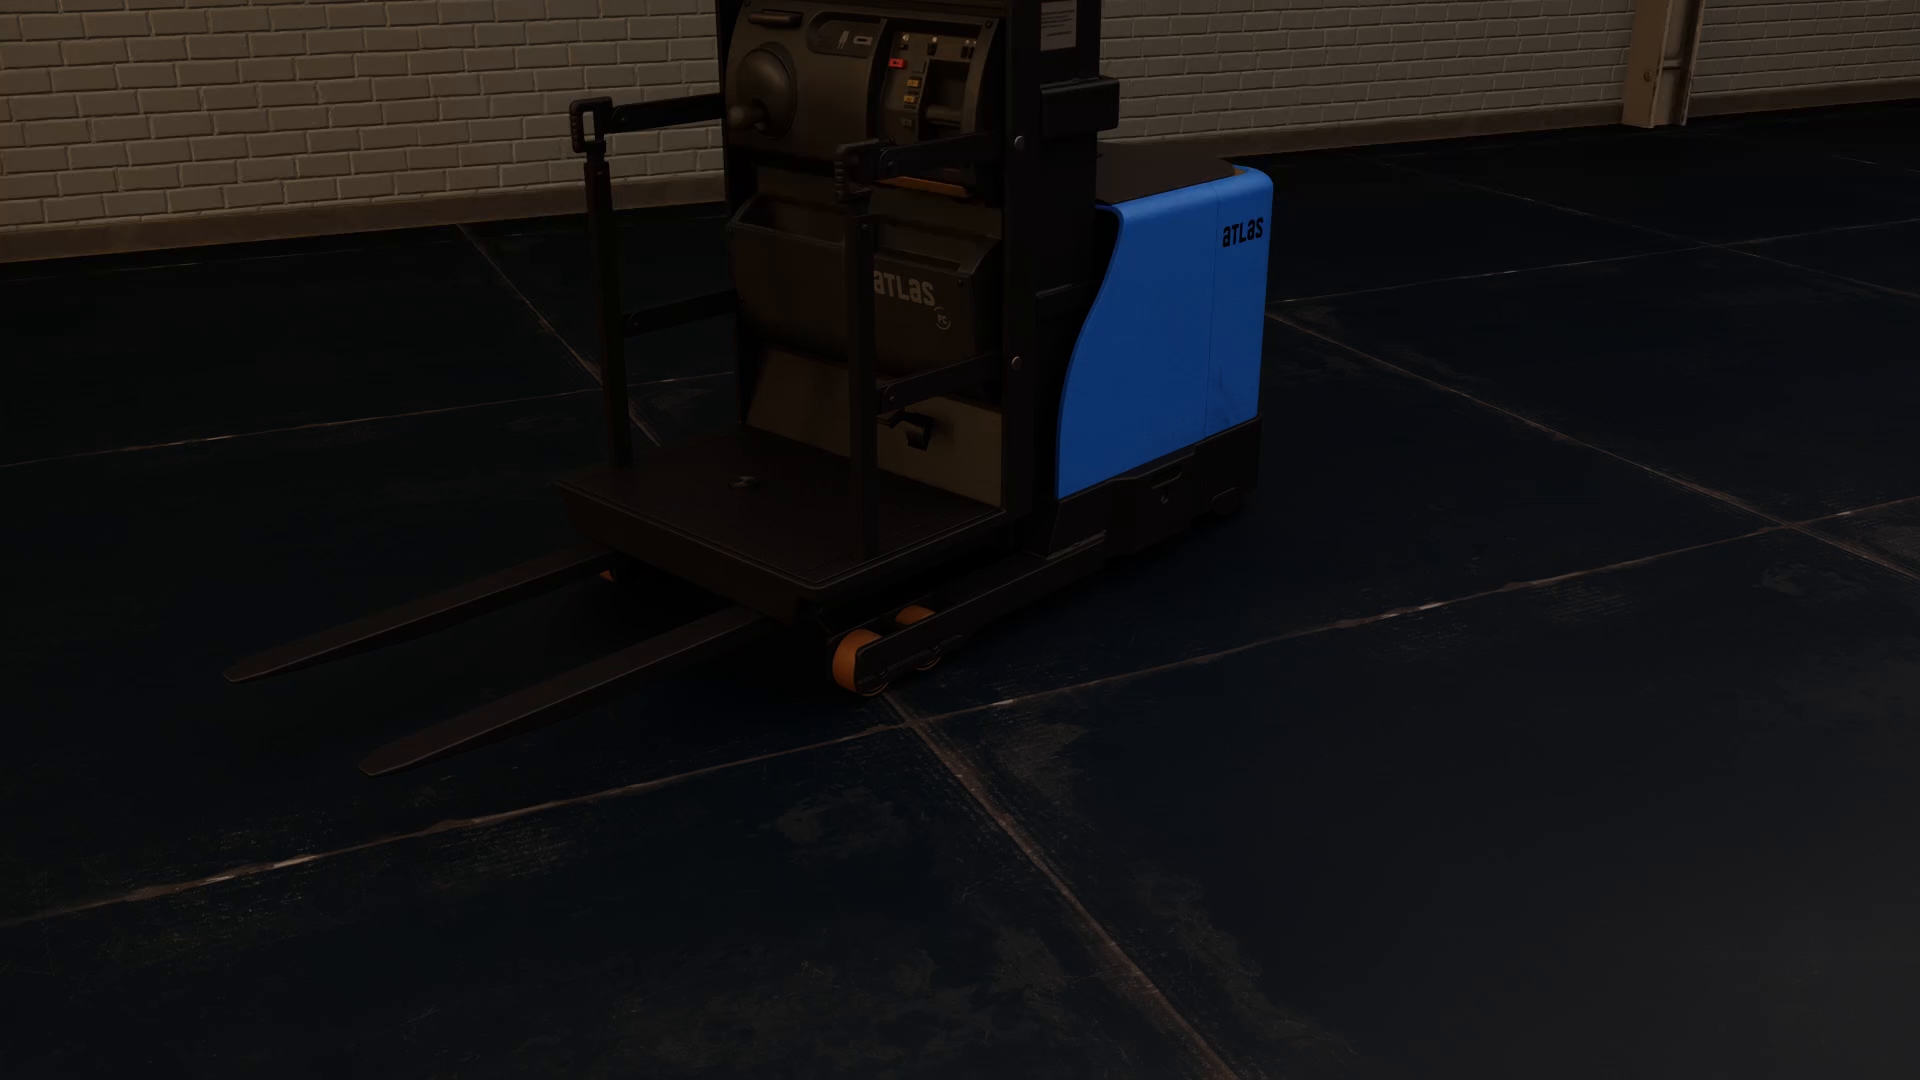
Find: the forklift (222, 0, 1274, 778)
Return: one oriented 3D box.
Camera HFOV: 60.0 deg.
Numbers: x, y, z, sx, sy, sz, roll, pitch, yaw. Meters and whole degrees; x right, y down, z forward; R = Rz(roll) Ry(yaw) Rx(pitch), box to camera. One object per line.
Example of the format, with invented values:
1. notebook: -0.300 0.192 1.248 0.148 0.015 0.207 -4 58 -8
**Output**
1. forklift: -0.413 -1.182 4.131 1.130 2.935 3.031 19 29 39
